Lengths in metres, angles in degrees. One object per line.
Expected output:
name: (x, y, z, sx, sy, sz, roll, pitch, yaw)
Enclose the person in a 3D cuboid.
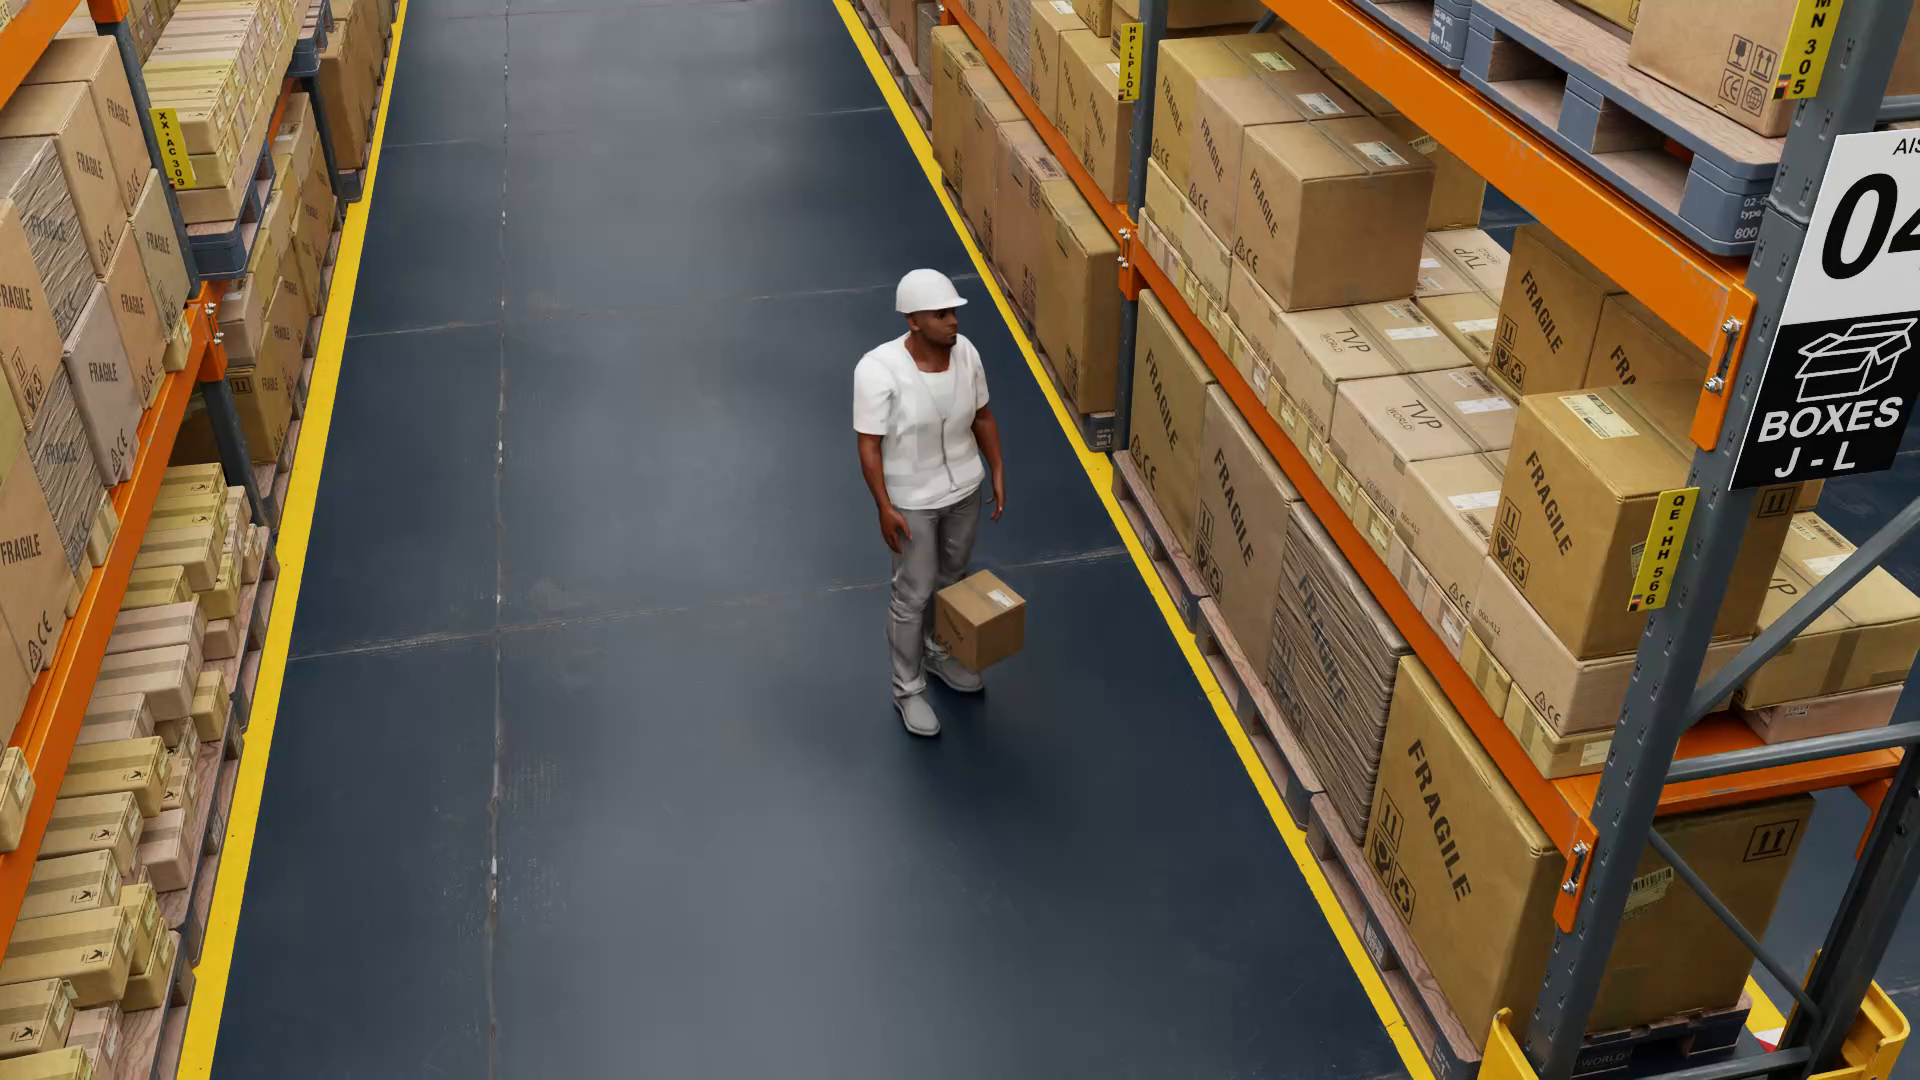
person: (-0.068, -0.159, 6.341, 0.629, 1.768, 0.576, -23, 40, -30)
